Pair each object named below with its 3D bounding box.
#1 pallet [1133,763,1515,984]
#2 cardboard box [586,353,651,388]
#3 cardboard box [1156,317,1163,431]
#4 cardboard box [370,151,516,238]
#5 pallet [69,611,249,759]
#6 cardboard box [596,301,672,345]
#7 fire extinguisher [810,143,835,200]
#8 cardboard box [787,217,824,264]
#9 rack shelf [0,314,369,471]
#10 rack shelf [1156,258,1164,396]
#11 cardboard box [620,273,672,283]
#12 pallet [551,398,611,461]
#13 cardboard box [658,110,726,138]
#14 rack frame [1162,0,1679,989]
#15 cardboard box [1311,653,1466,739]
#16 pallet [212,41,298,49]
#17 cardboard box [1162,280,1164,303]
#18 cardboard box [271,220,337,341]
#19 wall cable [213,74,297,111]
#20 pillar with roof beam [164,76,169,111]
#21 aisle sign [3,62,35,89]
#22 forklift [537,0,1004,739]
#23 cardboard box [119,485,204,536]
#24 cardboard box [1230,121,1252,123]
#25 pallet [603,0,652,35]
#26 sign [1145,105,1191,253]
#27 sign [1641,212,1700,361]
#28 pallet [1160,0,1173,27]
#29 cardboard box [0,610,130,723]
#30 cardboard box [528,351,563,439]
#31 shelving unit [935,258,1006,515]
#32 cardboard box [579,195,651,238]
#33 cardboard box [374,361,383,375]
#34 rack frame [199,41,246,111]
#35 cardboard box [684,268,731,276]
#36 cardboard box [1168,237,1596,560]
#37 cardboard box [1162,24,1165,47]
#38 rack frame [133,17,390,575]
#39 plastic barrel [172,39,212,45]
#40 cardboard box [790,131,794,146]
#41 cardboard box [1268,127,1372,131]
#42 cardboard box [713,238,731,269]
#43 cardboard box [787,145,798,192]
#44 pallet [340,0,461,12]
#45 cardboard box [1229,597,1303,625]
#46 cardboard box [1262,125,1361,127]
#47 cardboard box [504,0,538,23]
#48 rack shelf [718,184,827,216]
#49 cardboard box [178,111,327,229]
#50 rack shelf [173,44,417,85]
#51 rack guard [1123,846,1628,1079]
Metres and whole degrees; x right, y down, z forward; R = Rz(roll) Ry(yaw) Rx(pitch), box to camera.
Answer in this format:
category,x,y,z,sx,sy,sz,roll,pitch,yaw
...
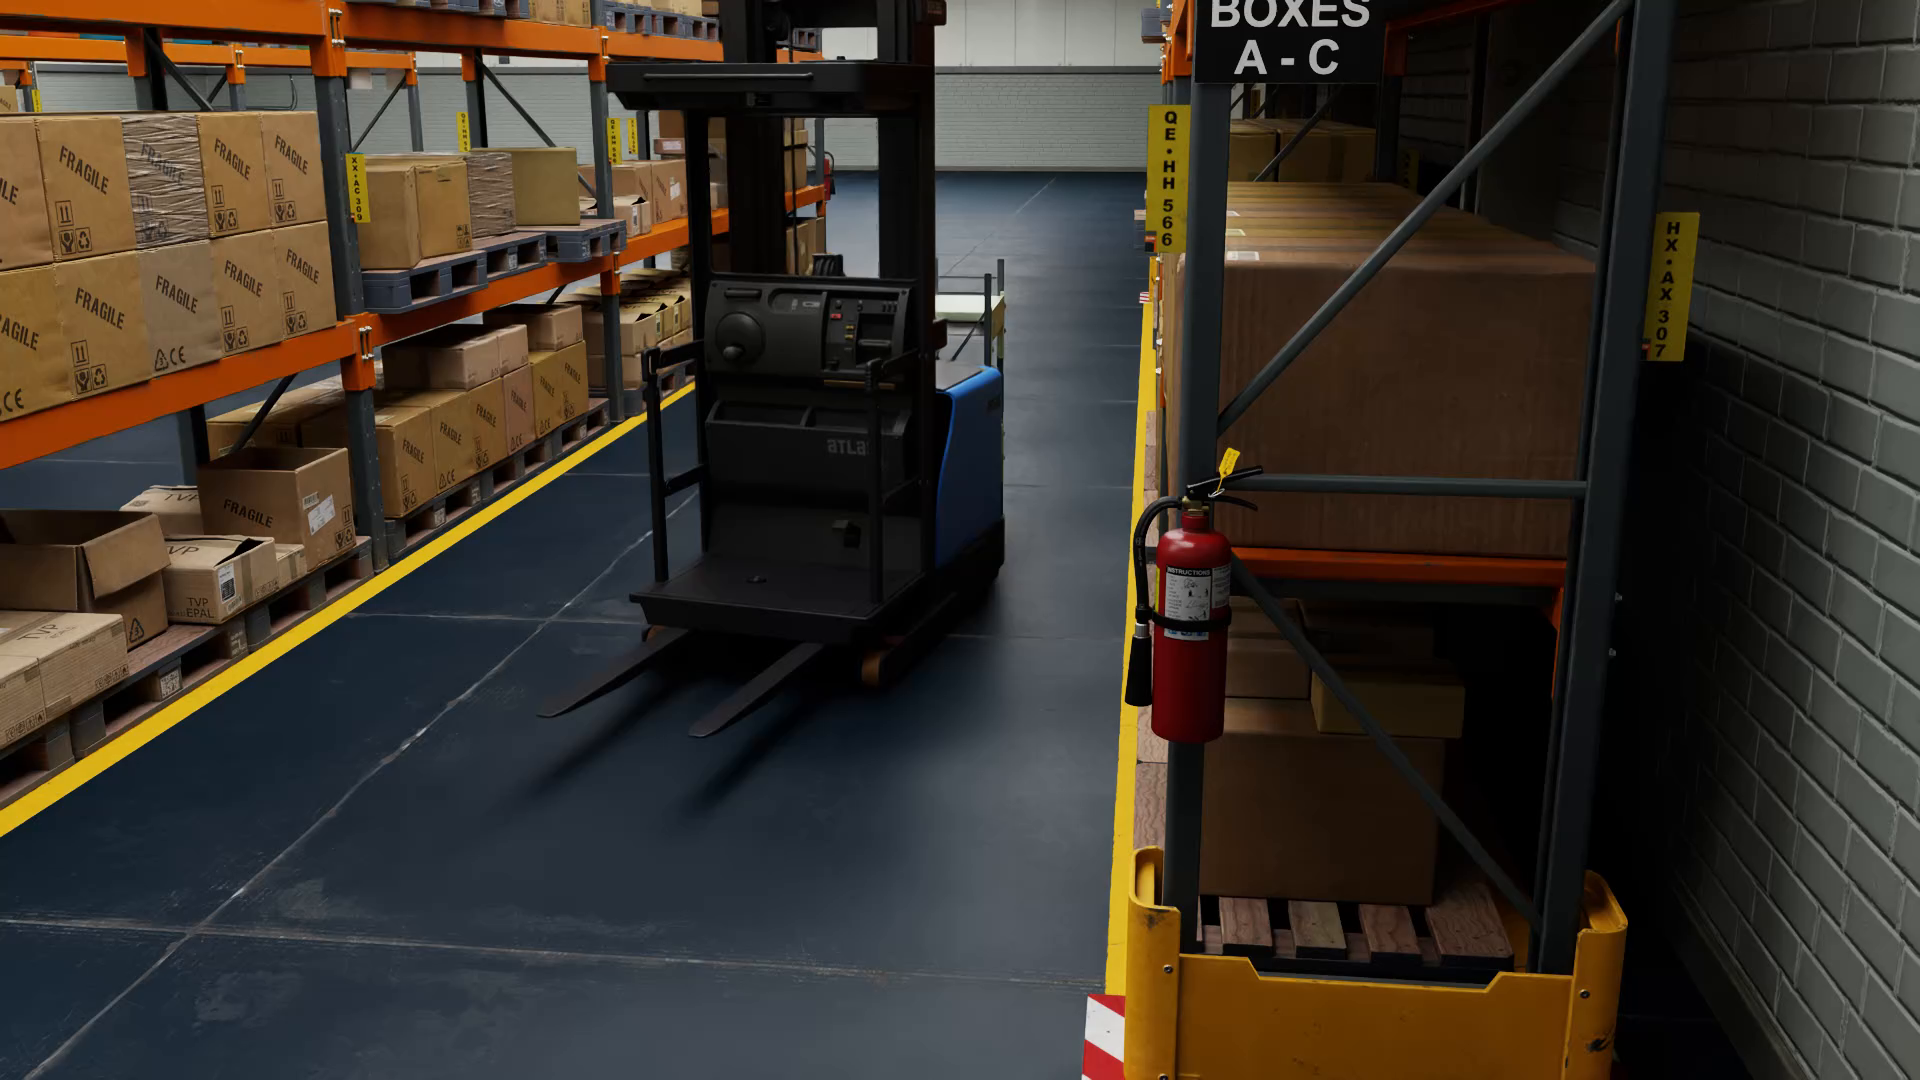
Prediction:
category,x,y,z,sx,sy,sz,roll,pitch,yaw
pallet,1.021,1.018,4.993,1.003,0.211,1.213,2,15,6
cardboard box,-2.660,-1.341,12.838,0.500,0.250,0.500,2,15,6
cardboard box,1.593,-0.944,10.222,0.750,0.750,0.750,2,15,6
cardboard box,-3.263,-2.191,10.522,0.700,0.500,0.500,5,16,17
pallet,-3.676,0.541,6.758,1.003,0.211,1.213,2,15,6
cardboard box,-2.609,-1.748,13.269,0.500,0.311,0.500,1,15,5
fire extinguisher,-1.634,-4.393,19.809,0.296,0.674,0.183,2,15,6
cardboard box,-1.873,-3.503,19.396,0.500,0.500,0.500,2,15,6
rack shelf,-3.688,-0.435,6.402,1.077,0.370,4.000,2,15,6
rack shelf,1.686,-1.327,9.703,1.077,0.370,4.000,2,15,6
cardboard box,-2.916,-2.292,15.282,0.500,0.311,0.500,2,15,6
pallet,-3.133,-0.800,11.715,1.003,0.211,1.213,2,15,6
cardboard box,-2.516,-4.166,16.144,0.700,0.500,0.500,2,15,7
rack frame,1.009,-0.118,3.854,1.000,3.000,0.127,2,15,6
cardboard box,1.173,0.426,4.581,0.380,0.149,0.250,2,15,7
pallet,-7.497,-5.069,16.779,1.213,0.211,1.003,2,15,6
cardboard box,1.267,-1.343,8.824,0.380,0.149,0.250,2,15,6
cardboard box,-3.264,-1.212,7.706,0.500,0.500,0.500,2,15,7
wall cable,-22.673,-14.892,52.945,3.097,2.526,0.112,2,15,6
pillar with roof beam,-20.042,-15.539,49.389,9.100,9.000,0.400,2,15,6
aisle sign,-11.646,-5.968,20.506,0.394,0.787,0.004,2,15,6
forklift,-0.727,-0.917,6.938,1.130,2.935,3.031,5,16,18
cardboard box,-3.725,-0.113,8.141,0.500,0.311,0.500,2,15,6
cardboard box,1.491,-2.378,9.972,0.500,0.250,0.500,2,15,7
pallet,-3.023,-3.874,12.357,1.213,0.211,1.003,2,15,9
sign,0.471,-0.811,3.744,0.100,0.325,0.005,2,15,6
sign,1.559,-0.557,3.664,0.100,0.325,0.005,2,15,6
pallet,1.891,-3.382,10.537,1.213,0.211,1.003,2,15,9
cardboard box,-3.458,0.460,6.141,0.500,0.250,0.500,2,15,6
cardboard box,-2.942,-0.960,10.913,0.500,0.500,0.500,1,15,4
shelving unit,0.001,-0.726,8.973,0.431,1.500,0.755,2,15,6
cardboard box,-2.718,-2.522,12.911,0.500,0.311,0.500,2,15,6
cardboard box,-3.515,-0.833,10.442,0.500,0.500,0.500,1,15,4
rack frame,-7.481,-3.523,16.443,1.000,3.000,0.127,2,15,6
cardboard box,-2.321,-2.408,15.711,0.500,0.311,0.500,2,15,6
cardboard box,1.056,-0.396,4.305,0.980,0.700,0.700,2,15,9
cardboard box,2.269,-5.151,16.487,0.500,0.500,0.500,1,15,4
rack frame,-3.463,-1.301,8.226,1.000,3.000,0.127,2,15,6
plastic barrel,-7.323,-5.074,15.474,0.600,0.901,0.708,2,15,6
cardboard box,-2.050,-4.470,18.514,0.380,0.149,0.250,2,15,7
cardboard box,1.823,-1.967,8.453,0.500,0.250,0.500,2,15,7
cardboard box,-2.196,-2.724,16.517,0.500,0.500,0.500,2,15,6
cardboard box,-2.228,-4.204,18.773,0.700,0.500,0.500,2,15,8
pallet,-3.319,-2.825,8.477,1.213,0.211,1.003,2,15,6
cardboard box,0.850,0.283,5.111,0.380,0.149,0.250,2,15,8
cardboard box,1.875,-2.097,8.935,0.500,0.250,0.500,1,15,4
cardboard box,-3.143,-3.453,10.248,0.910,0.500,0.500,2,15,6
rack shelf,-2.334,-3.547,17.912,1.077,0.370,4.000,2,15,6
cardboard box,-3.262,-1.693,7.570,0.500,0.500,0.500,2,15,7
rack shelf,-7.256,-5.142,18.064,1.077,0.370,4.000,2,15,6
rack guard,1.006,1.094,4.157,1.175,0.500,0.348,2,15,6
